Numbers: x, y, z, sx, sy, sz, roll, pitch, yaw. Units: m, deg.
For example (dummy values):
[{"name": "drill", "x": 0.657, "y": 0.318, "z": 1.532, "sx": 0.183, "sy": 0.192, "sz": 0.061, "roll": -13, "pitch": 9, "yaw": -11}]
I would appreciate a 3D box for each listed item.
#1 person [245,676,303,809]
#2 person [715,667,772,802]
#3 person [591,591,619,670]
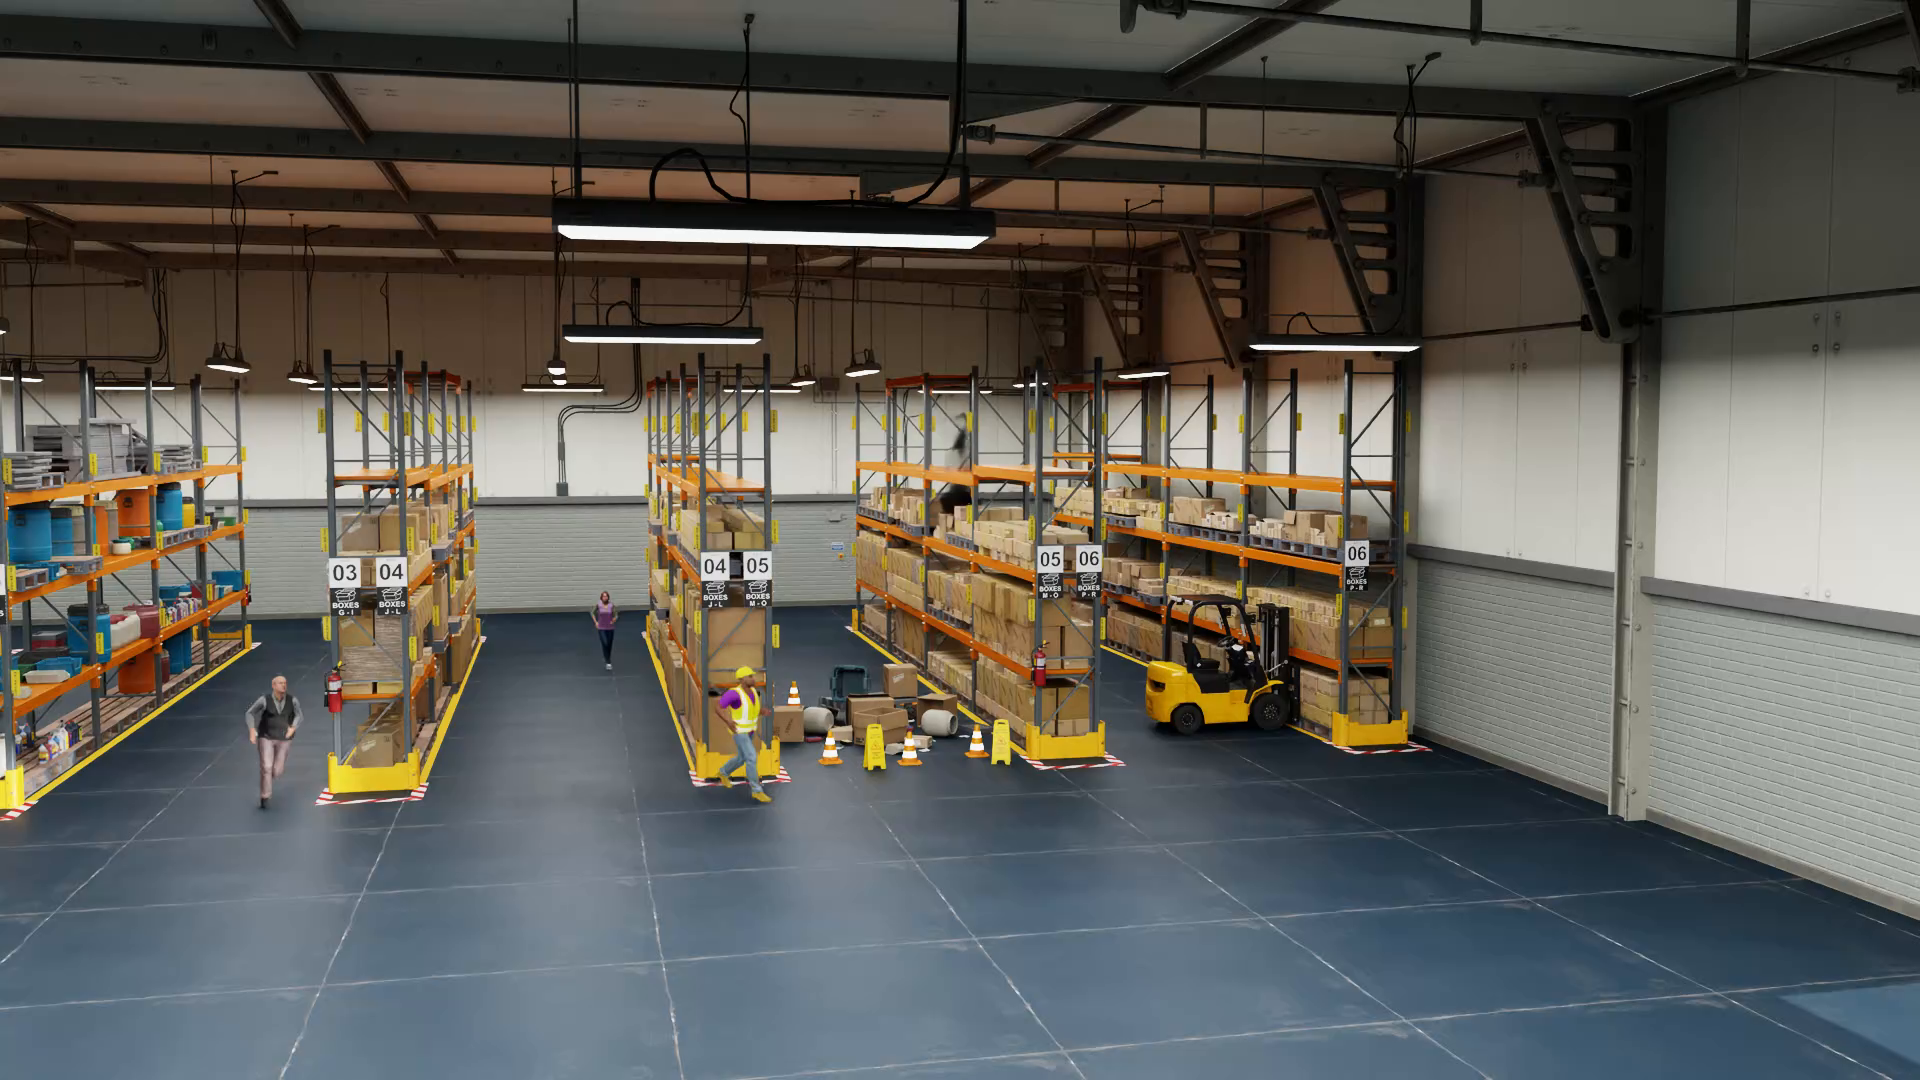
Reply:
[{"name": "person", "x": -9.067, "y": 2.650, "z": 22.032, "sx": 0.707, "sy": 1.692, "sz": 0.756, "roll": -3, "pitch": 5, "yaw": -34}, {"name": "person", "x": -2.912, "y": 2.565, "z": 22.193, "sx": 0.990, "sy": 1.769, "sz": 0.710, "roll": 2, "pitch": 4, "yaw": 26}, {"name": "person", "x": -7.288, "y": 1.836, "z": 34.141, "sx": 0.548, "sy": 1.592, "sz": 0.756, "roll": -1, "pitch": 4, "yaw": -18}]
